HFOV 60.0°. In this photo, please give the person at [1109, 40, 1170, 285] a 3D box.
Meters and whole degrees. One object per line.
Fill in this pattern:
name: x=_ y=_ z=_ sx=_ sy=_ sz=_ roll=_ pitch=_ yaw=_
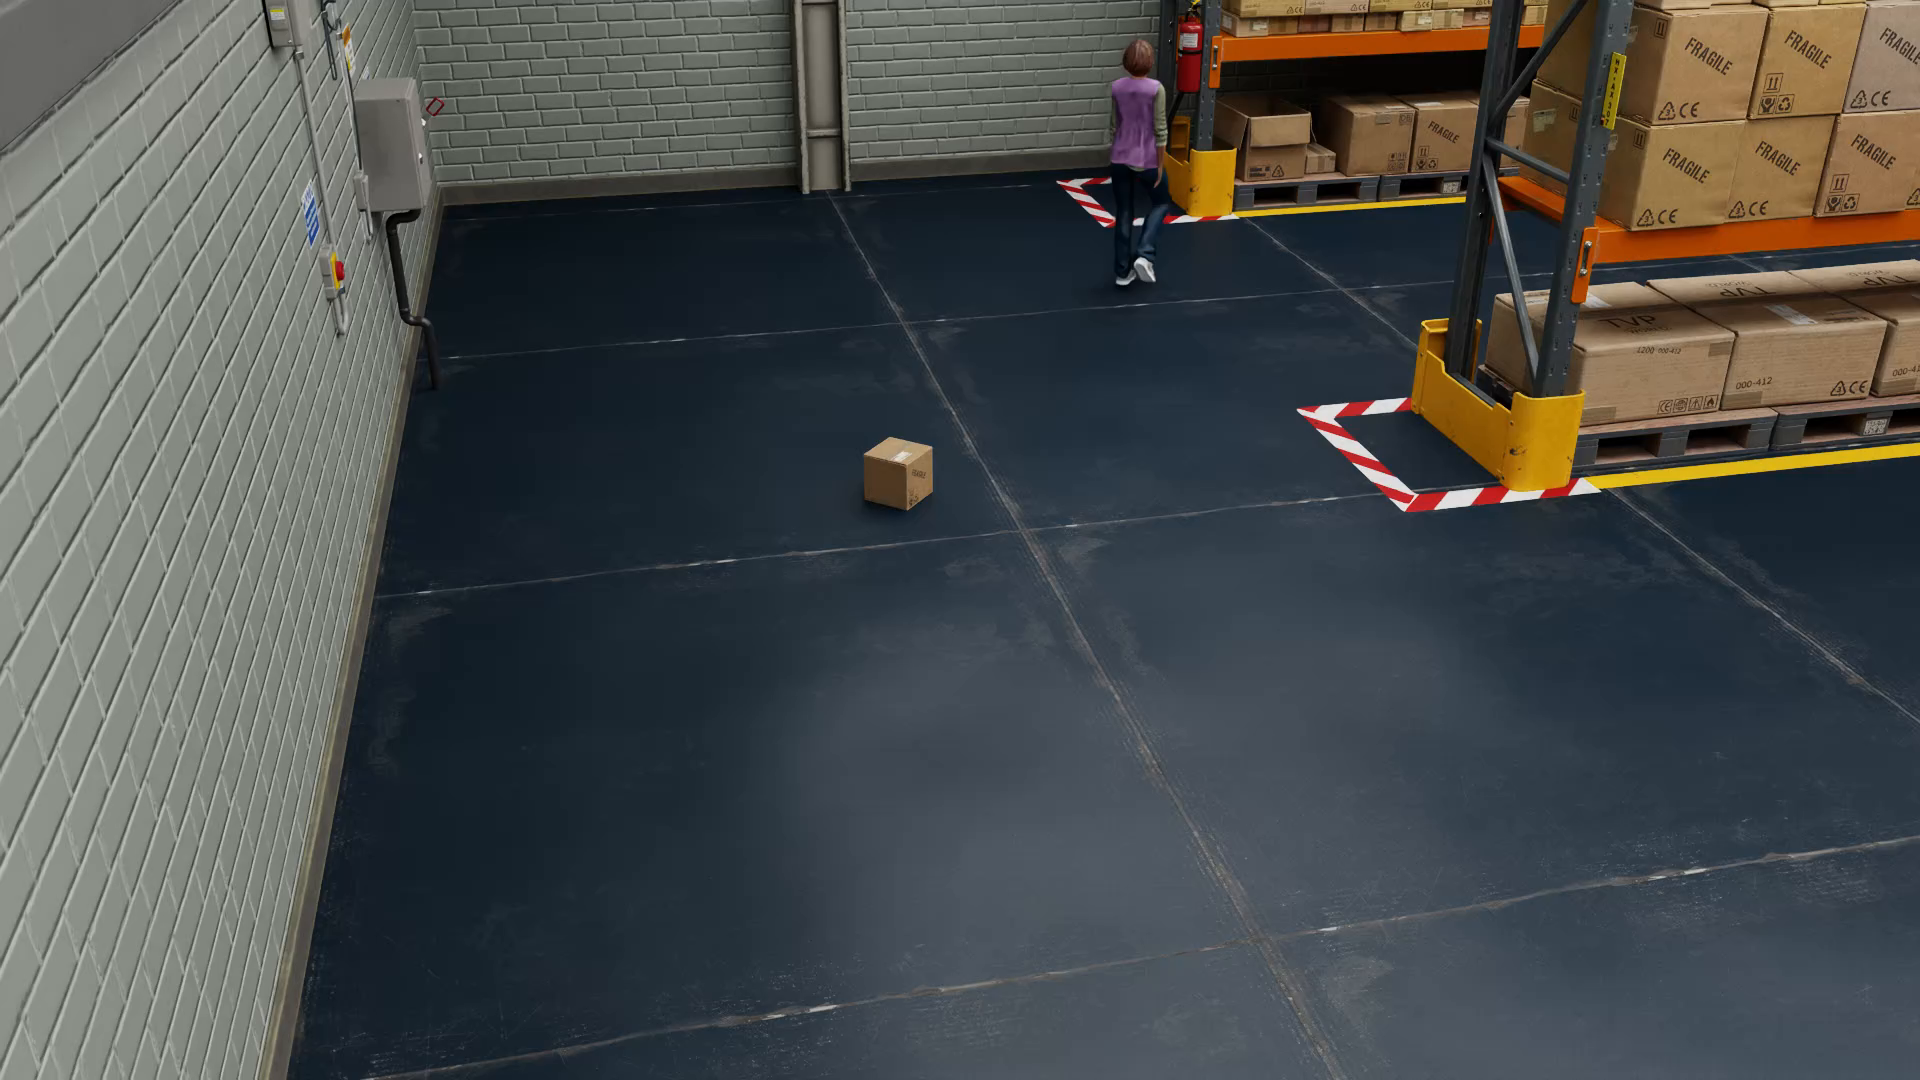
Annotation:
person: x=1.166 y=-2.463 z=10.880 sx=0.418 sy=1.593 sz=0.408 roll=11 pitch=29 yaw=20
